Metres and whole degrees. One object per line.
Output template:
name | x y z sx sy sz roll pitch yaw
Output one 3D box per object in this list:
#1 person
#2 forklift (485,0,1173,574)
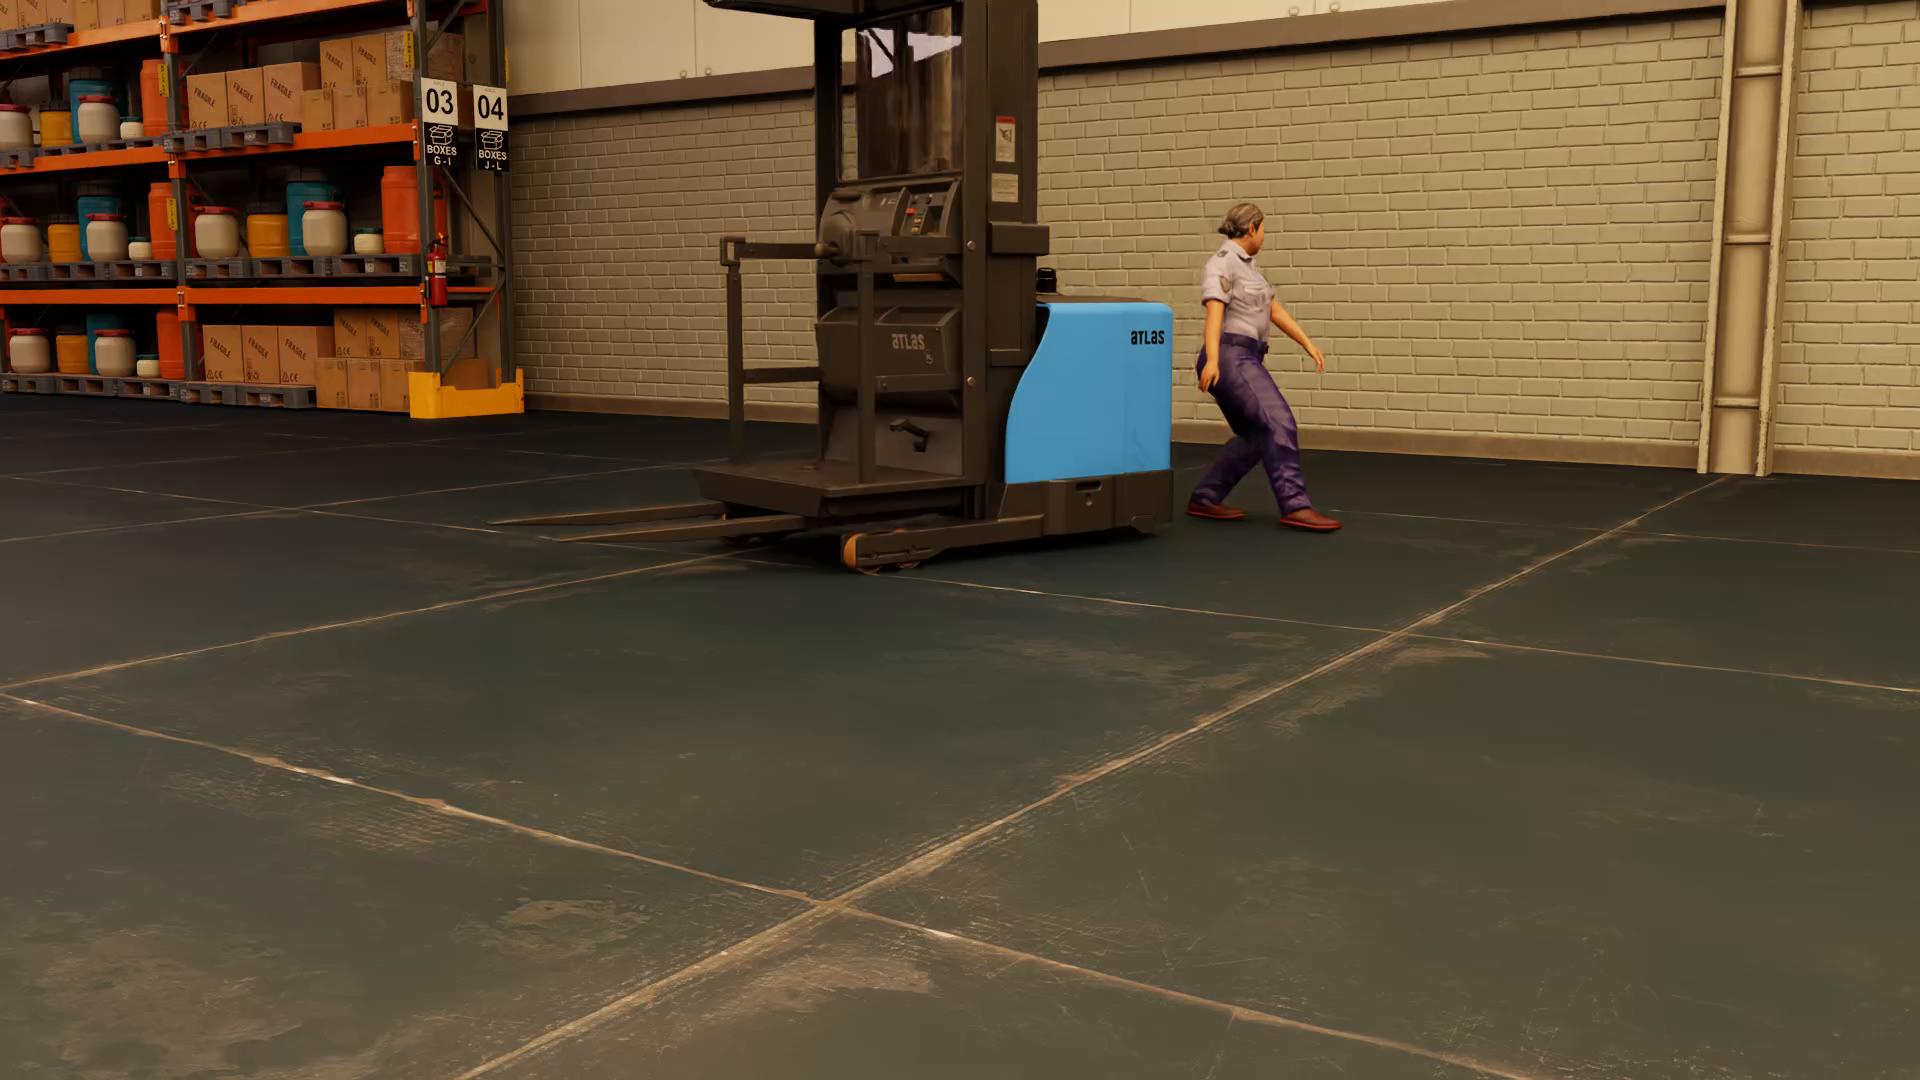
person | 1.471 -0.845 8.024 0.810 1.555 0.723 3 9 18
forklift | -0.475 -1.397 7.017 3.031 2.935 1.130 -6 10 -38
